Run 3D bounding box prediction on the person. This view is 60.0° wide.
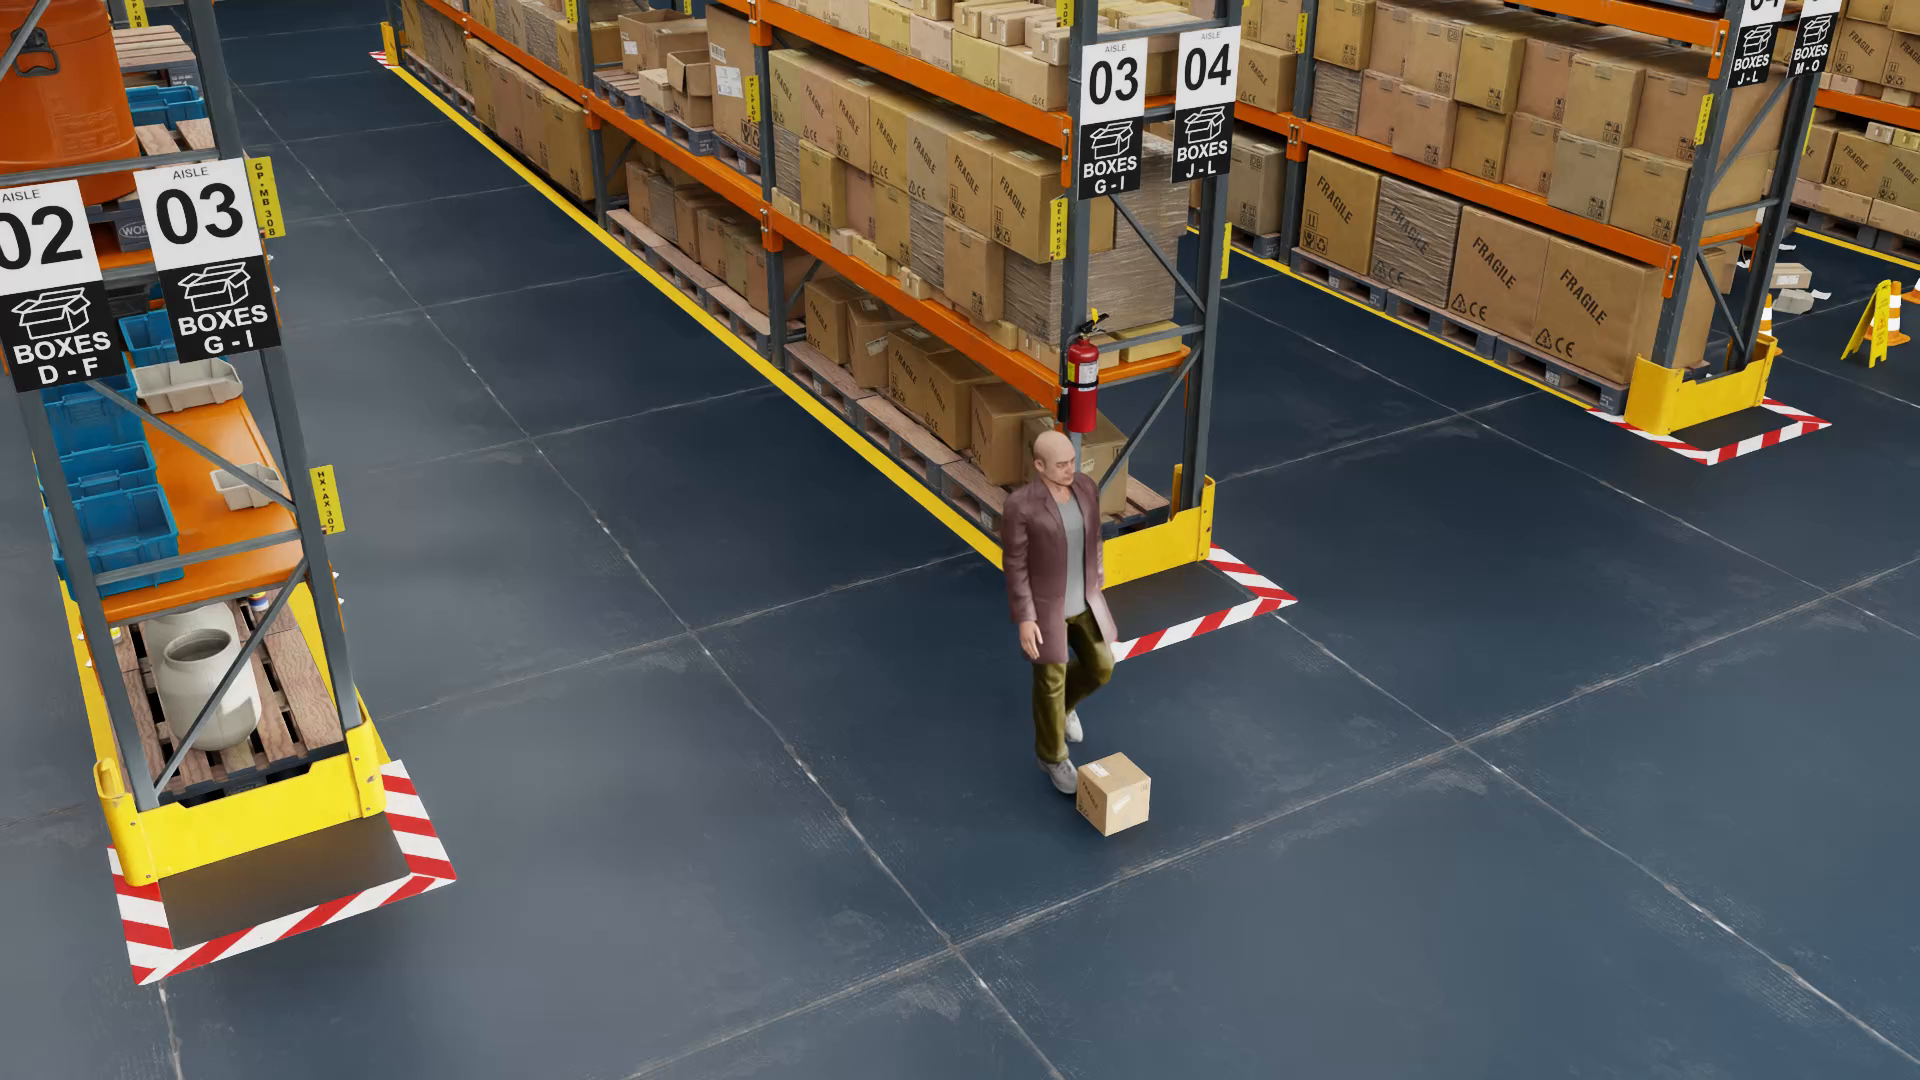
[{"bbox_3d":[0.487,0.412,7.993,0.605,1.580,0.665,-16,32,-26],"label":"person"}]
